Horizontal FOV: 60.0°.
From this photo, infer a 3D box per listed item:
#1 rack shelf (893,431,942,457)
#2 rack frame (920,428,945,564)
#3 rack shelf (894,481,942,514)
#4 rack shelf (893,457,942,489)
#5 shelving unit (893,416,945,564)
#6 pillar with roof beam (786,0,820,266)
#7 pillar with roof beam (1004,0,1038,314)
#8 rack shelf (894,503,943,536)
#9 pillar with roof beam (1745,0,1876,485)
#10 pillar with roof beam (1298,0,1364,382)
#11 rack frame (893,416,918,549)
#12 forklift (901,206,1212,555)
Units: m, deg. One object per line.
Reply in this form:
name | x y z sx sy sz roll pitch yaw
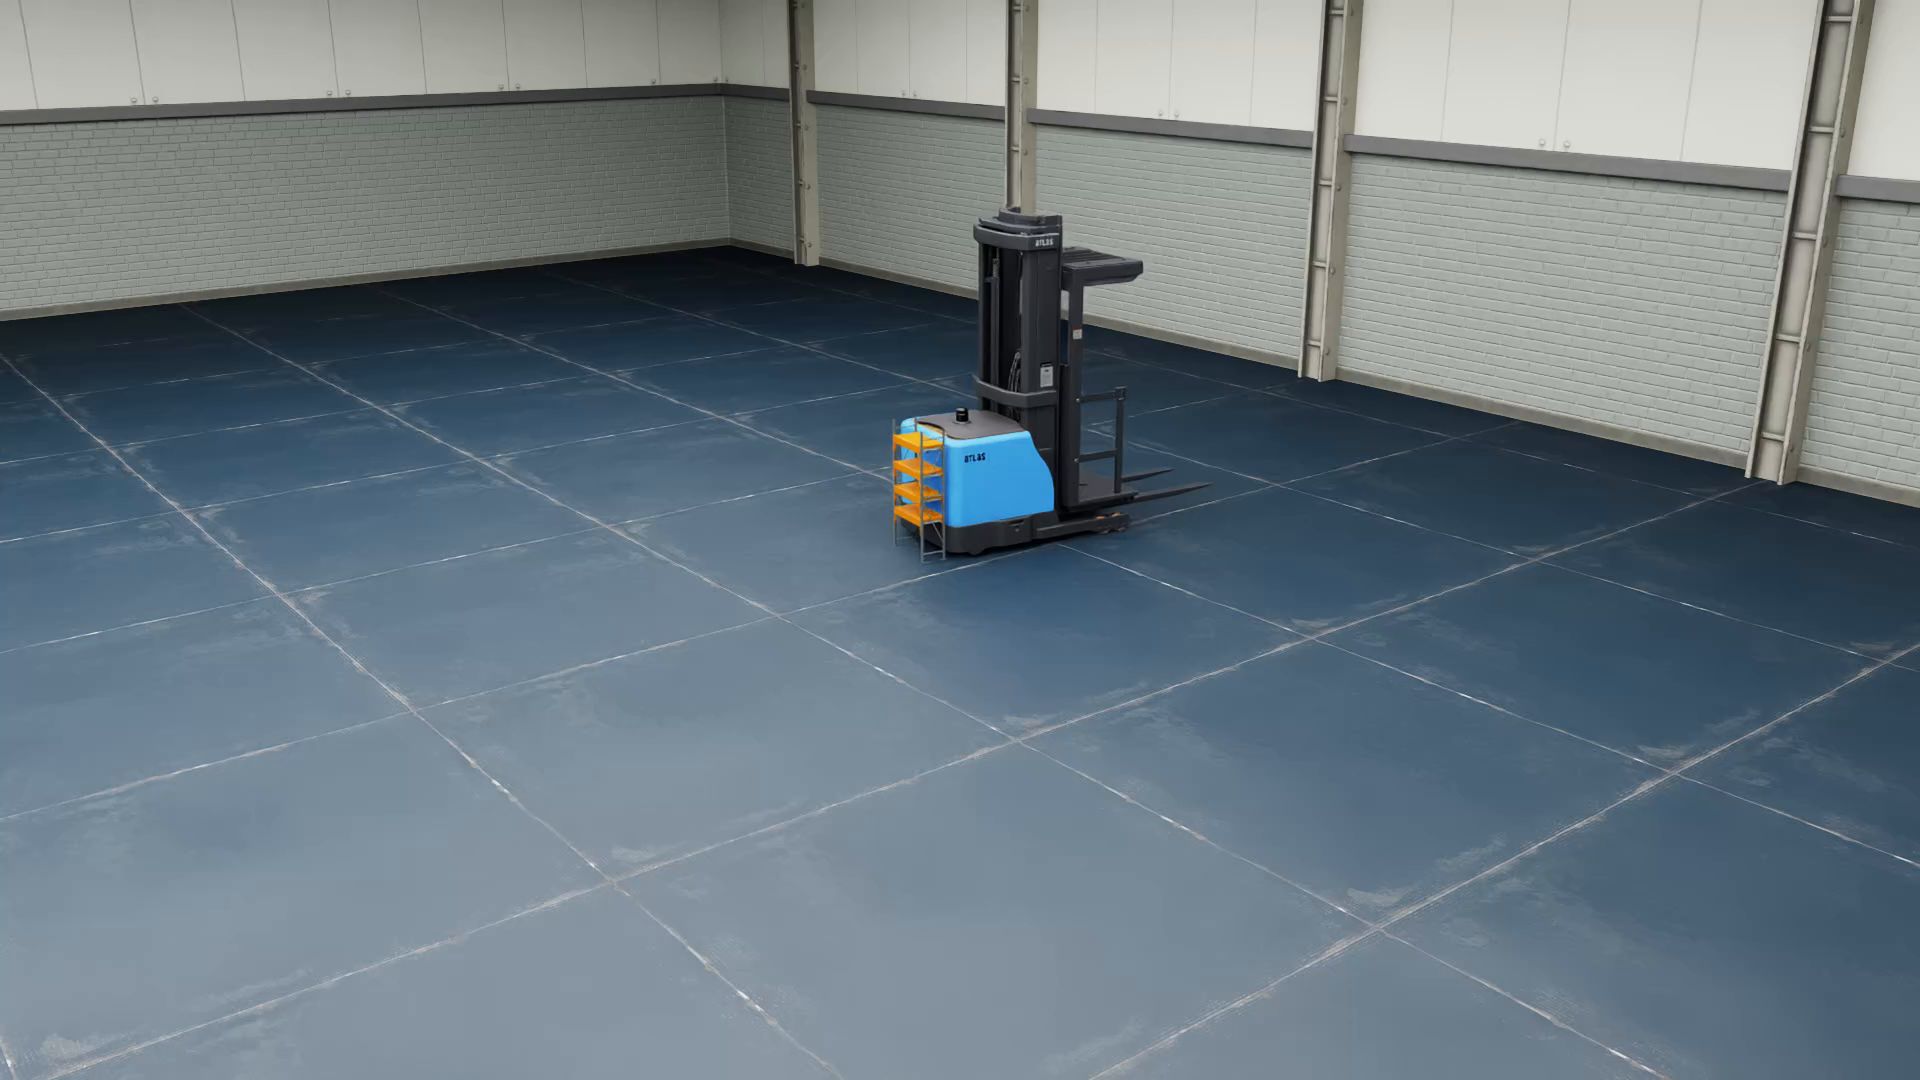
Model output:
rack shelf | -0.361 -0.818 14.561 0.258 0.148 0.480 -11 21 -29
rack frame | -0.236 -0.379 14.486 0.240 1.200 0.015 -11 21 -29
rack shelf | -0.361 -0.381 14.706 0.258 0.148 0.480 -11 21 -29
rack shelf | -0.361 -0.593 14.635 0.258 0.148 0.480 -11 21 -29
shelving unit | -0.361 -0.445 14.685 0.258 1.200 0.503 -11 21 -29
pillar with roof beam | -6.180 -8.504 26.617 9.100 9.000 0.400 -14 23 -36
pillar with roof beam | -2.454 -7.026 22.152 9.100 9.000 0.400 -14 23 -36
rack shelf | -0.361 -0.192 14.768 0.258 0.148 0.480 -11 21 -29
pillar with roof beam | 4.996 -4.069 13.222 9.100 9.000 0.400 -14 23 -36
pillar with roof beam | 1.271 -5.547 17.687 9.100 9.000 0.400 -14 23 -36
rack frame | -0.486 -0.511 14.884 0.240 1.200 0.015 -11 21 -29
forklift | 0.984 -1.577 15.350 3.031 2.935 1.130 -10 21 -29
